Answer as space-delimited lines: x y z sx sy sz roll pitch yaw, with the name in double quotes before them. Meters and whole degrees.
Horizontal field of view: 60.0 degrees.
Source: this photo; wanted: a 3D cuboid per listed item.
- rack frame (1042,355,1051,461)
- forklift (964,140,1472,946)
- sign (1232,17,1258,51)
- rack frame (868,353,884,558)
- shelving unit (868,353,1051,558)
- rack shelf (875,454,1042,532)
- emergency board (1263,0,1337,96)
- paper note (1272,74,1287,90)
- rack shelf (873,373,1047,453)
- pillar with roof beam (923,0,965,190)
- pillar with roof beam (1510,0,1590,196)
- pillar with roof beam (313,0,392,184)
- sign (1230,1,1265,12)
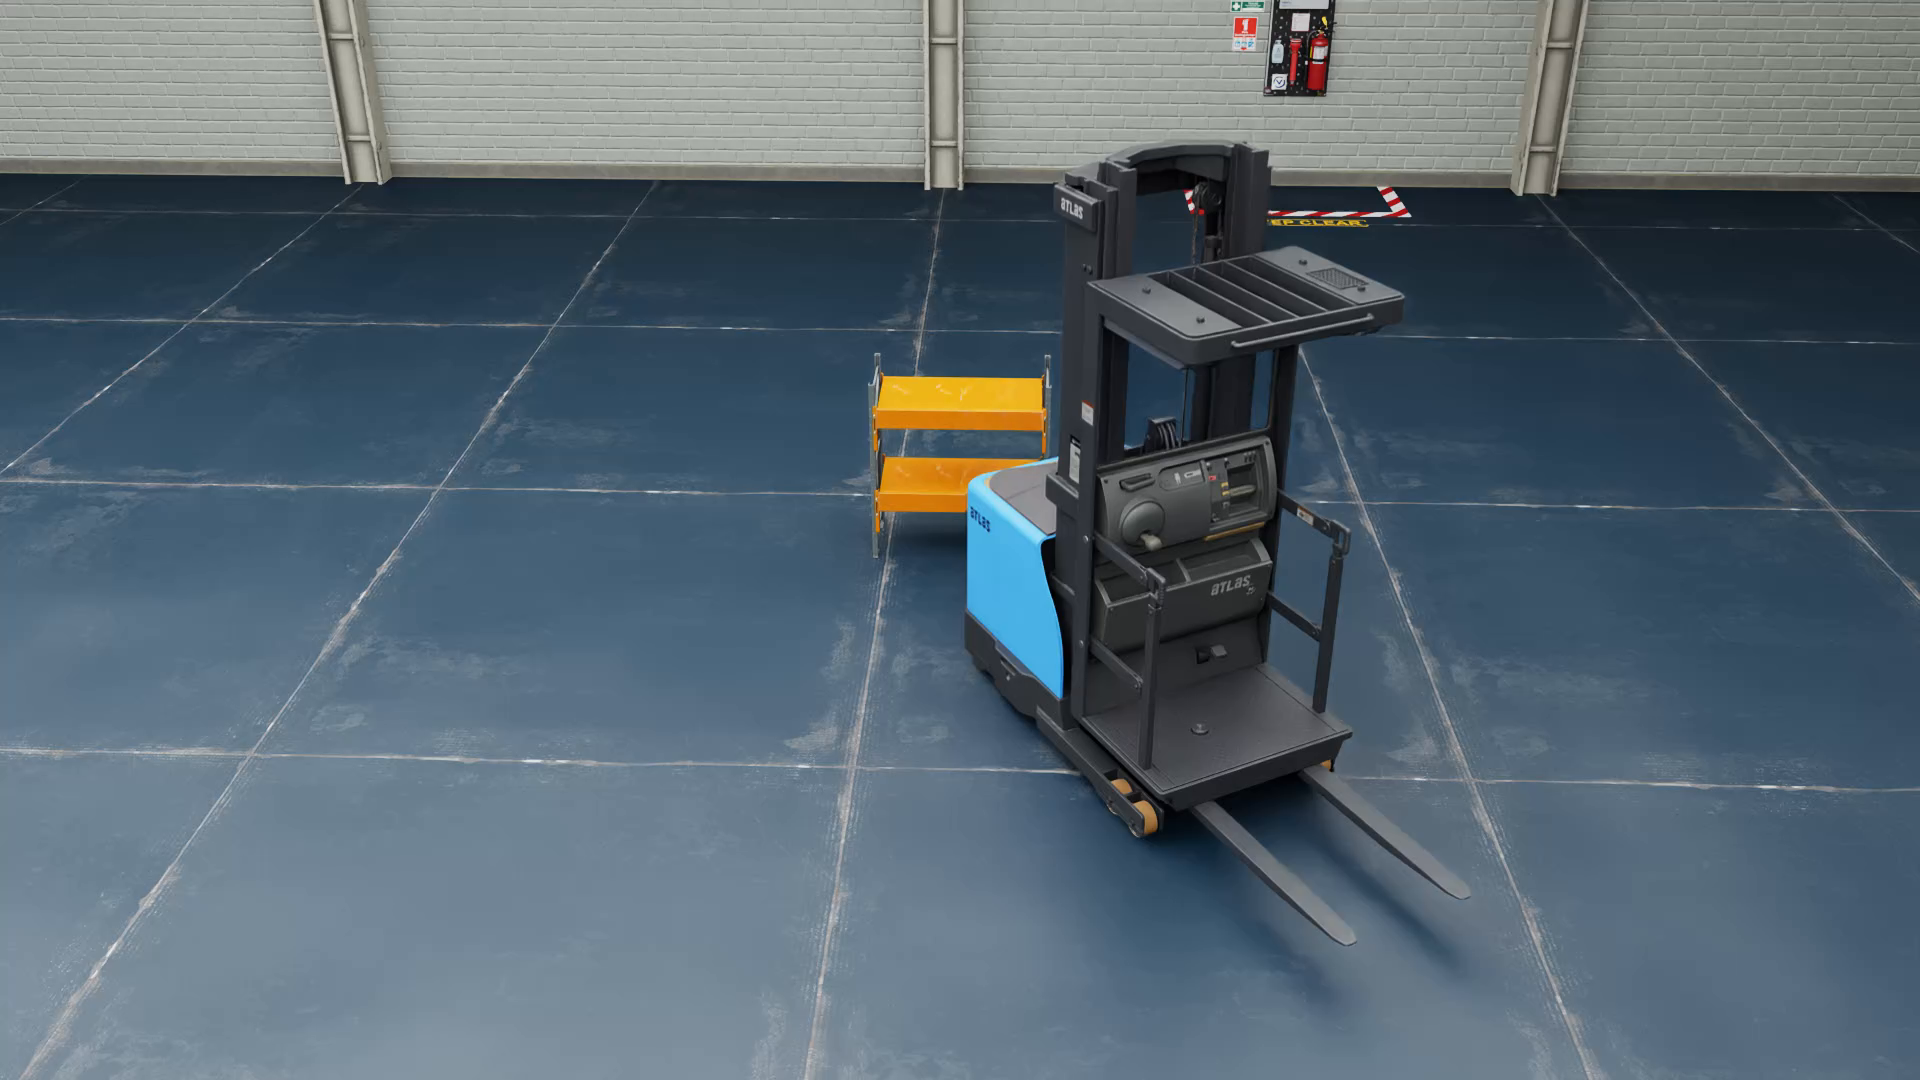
"rack frame" 0.515 -0.488 9.971 0.032 1.125 0.500 1 28 2
"forklift" 1.151 -0.165 7.433 1.130 2.935 3.031 -14 31 -24
"sign" 2.820 -5.010 16.461 0.234 0.329 0.001 1 28 2
"rack frame" -0.501 -0.505 10.002 0.032 1.125 0.500 1 28 2
"shelving unit" 0.007 -0.497 9.986 1.048 1.125 0.538 1 28 2
"rack shelf" 0.007 -0.281 10.101 1.000 0.278 0.538 1 28 2
"emergency board" 3.369 -4.937 16.361 0.643 1.169 0.194 1 28 2
"paper note" 3.195 -4.583 16.634 0.142 0.148 0.016 1 28 2
"rack shelf" 0.007 -0.755 9.849 1.000 0.278 0.538 1 28 2
"pillar with roof beam" -0.311 -5.613 11.231 0.400 9.000 9.100 1 28 2
"pillar with roof beam" 5.686 -5.514 11.044 0.400 9.000 9.100 1 28 2
"pillar with roof beam" -6.307 -5.713 11.418 0.400 9.000 9.100 1 28 2
"sign" 2.824 -5.240 16.329 0.331 0.109 0.001 1 28 2
